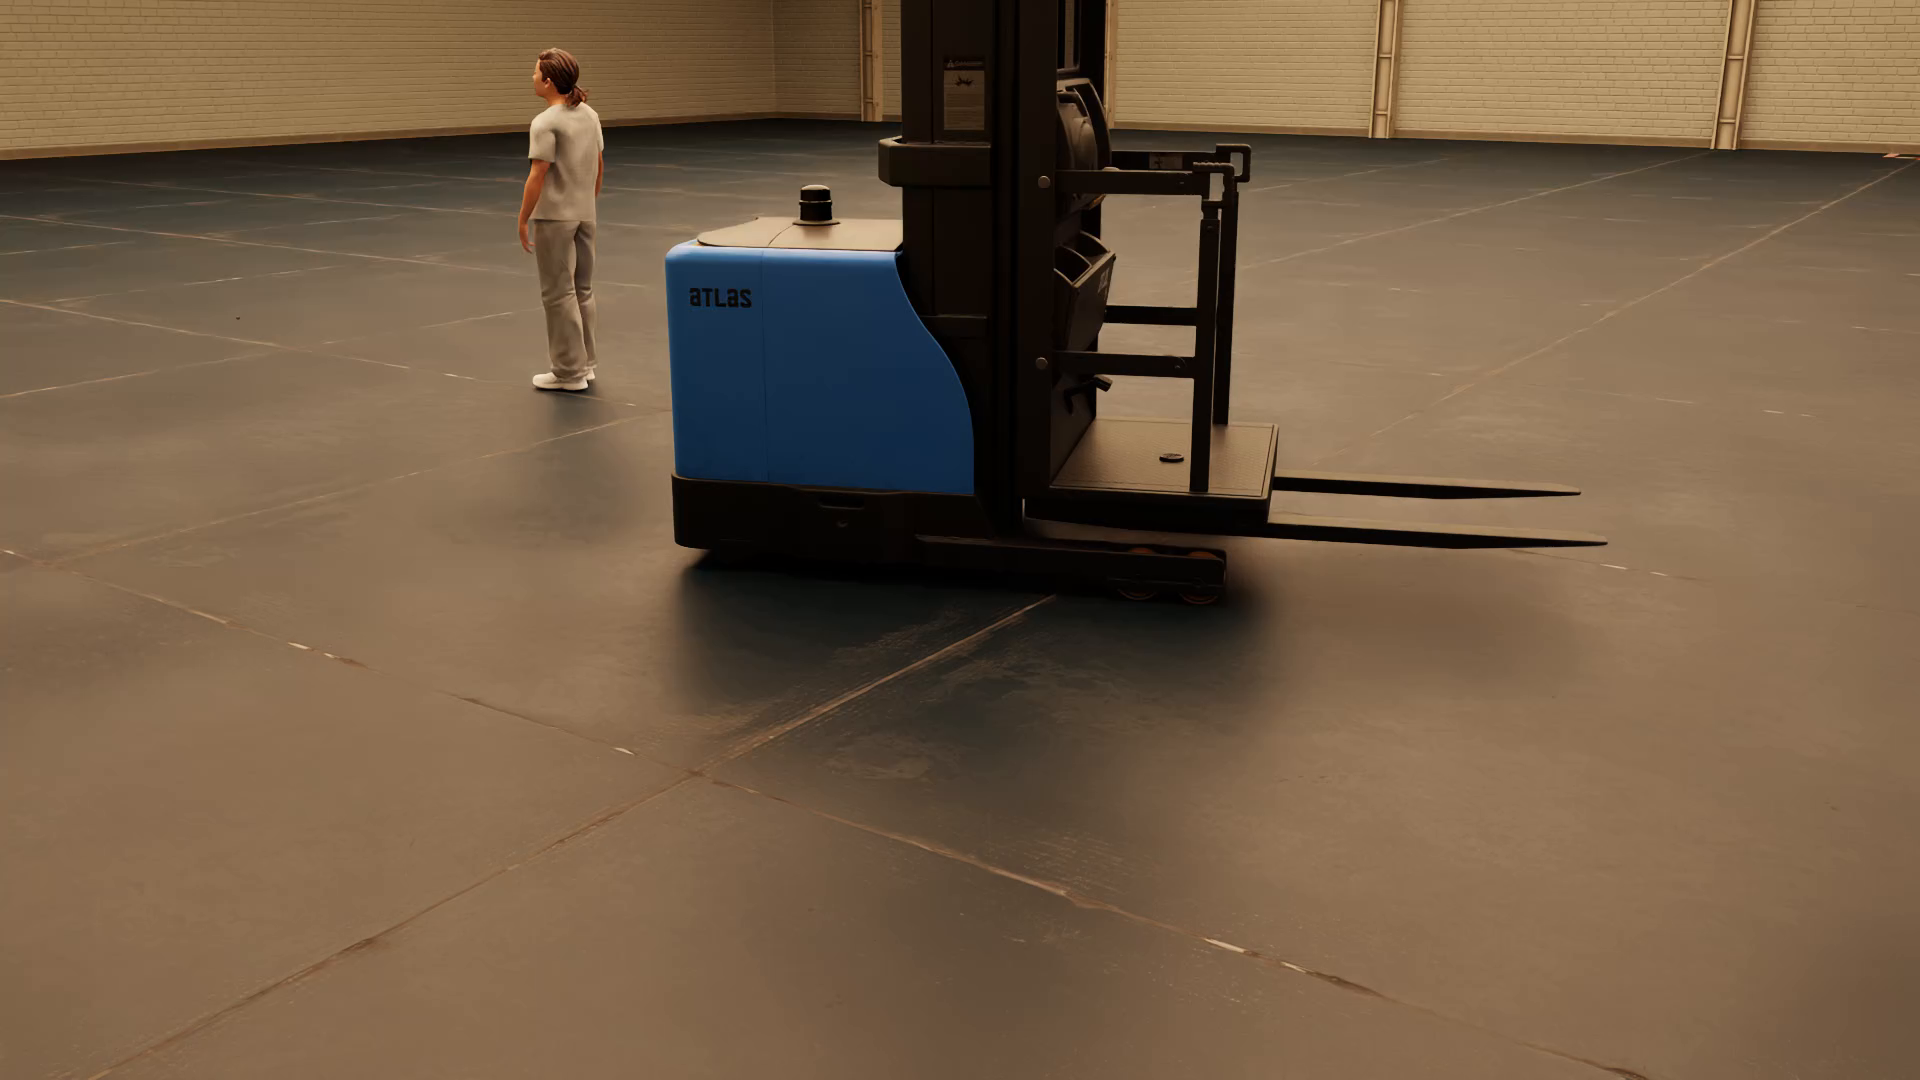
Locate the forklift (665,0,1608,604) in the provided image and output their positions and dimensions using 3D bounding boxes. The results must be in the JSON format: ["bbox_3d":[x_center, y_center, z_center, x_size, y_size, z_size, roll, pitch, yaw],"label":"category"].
[{"bbox_3d":[0.595,-1.367,5.404,3.031,2.935,1.130,4,17,12],"label":"forklift"}]

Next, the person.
[{"bbox_3d":[-2.025,-1.584,8.295,0.549,1.674,0.551,9,19,27],"label":"person"}]
